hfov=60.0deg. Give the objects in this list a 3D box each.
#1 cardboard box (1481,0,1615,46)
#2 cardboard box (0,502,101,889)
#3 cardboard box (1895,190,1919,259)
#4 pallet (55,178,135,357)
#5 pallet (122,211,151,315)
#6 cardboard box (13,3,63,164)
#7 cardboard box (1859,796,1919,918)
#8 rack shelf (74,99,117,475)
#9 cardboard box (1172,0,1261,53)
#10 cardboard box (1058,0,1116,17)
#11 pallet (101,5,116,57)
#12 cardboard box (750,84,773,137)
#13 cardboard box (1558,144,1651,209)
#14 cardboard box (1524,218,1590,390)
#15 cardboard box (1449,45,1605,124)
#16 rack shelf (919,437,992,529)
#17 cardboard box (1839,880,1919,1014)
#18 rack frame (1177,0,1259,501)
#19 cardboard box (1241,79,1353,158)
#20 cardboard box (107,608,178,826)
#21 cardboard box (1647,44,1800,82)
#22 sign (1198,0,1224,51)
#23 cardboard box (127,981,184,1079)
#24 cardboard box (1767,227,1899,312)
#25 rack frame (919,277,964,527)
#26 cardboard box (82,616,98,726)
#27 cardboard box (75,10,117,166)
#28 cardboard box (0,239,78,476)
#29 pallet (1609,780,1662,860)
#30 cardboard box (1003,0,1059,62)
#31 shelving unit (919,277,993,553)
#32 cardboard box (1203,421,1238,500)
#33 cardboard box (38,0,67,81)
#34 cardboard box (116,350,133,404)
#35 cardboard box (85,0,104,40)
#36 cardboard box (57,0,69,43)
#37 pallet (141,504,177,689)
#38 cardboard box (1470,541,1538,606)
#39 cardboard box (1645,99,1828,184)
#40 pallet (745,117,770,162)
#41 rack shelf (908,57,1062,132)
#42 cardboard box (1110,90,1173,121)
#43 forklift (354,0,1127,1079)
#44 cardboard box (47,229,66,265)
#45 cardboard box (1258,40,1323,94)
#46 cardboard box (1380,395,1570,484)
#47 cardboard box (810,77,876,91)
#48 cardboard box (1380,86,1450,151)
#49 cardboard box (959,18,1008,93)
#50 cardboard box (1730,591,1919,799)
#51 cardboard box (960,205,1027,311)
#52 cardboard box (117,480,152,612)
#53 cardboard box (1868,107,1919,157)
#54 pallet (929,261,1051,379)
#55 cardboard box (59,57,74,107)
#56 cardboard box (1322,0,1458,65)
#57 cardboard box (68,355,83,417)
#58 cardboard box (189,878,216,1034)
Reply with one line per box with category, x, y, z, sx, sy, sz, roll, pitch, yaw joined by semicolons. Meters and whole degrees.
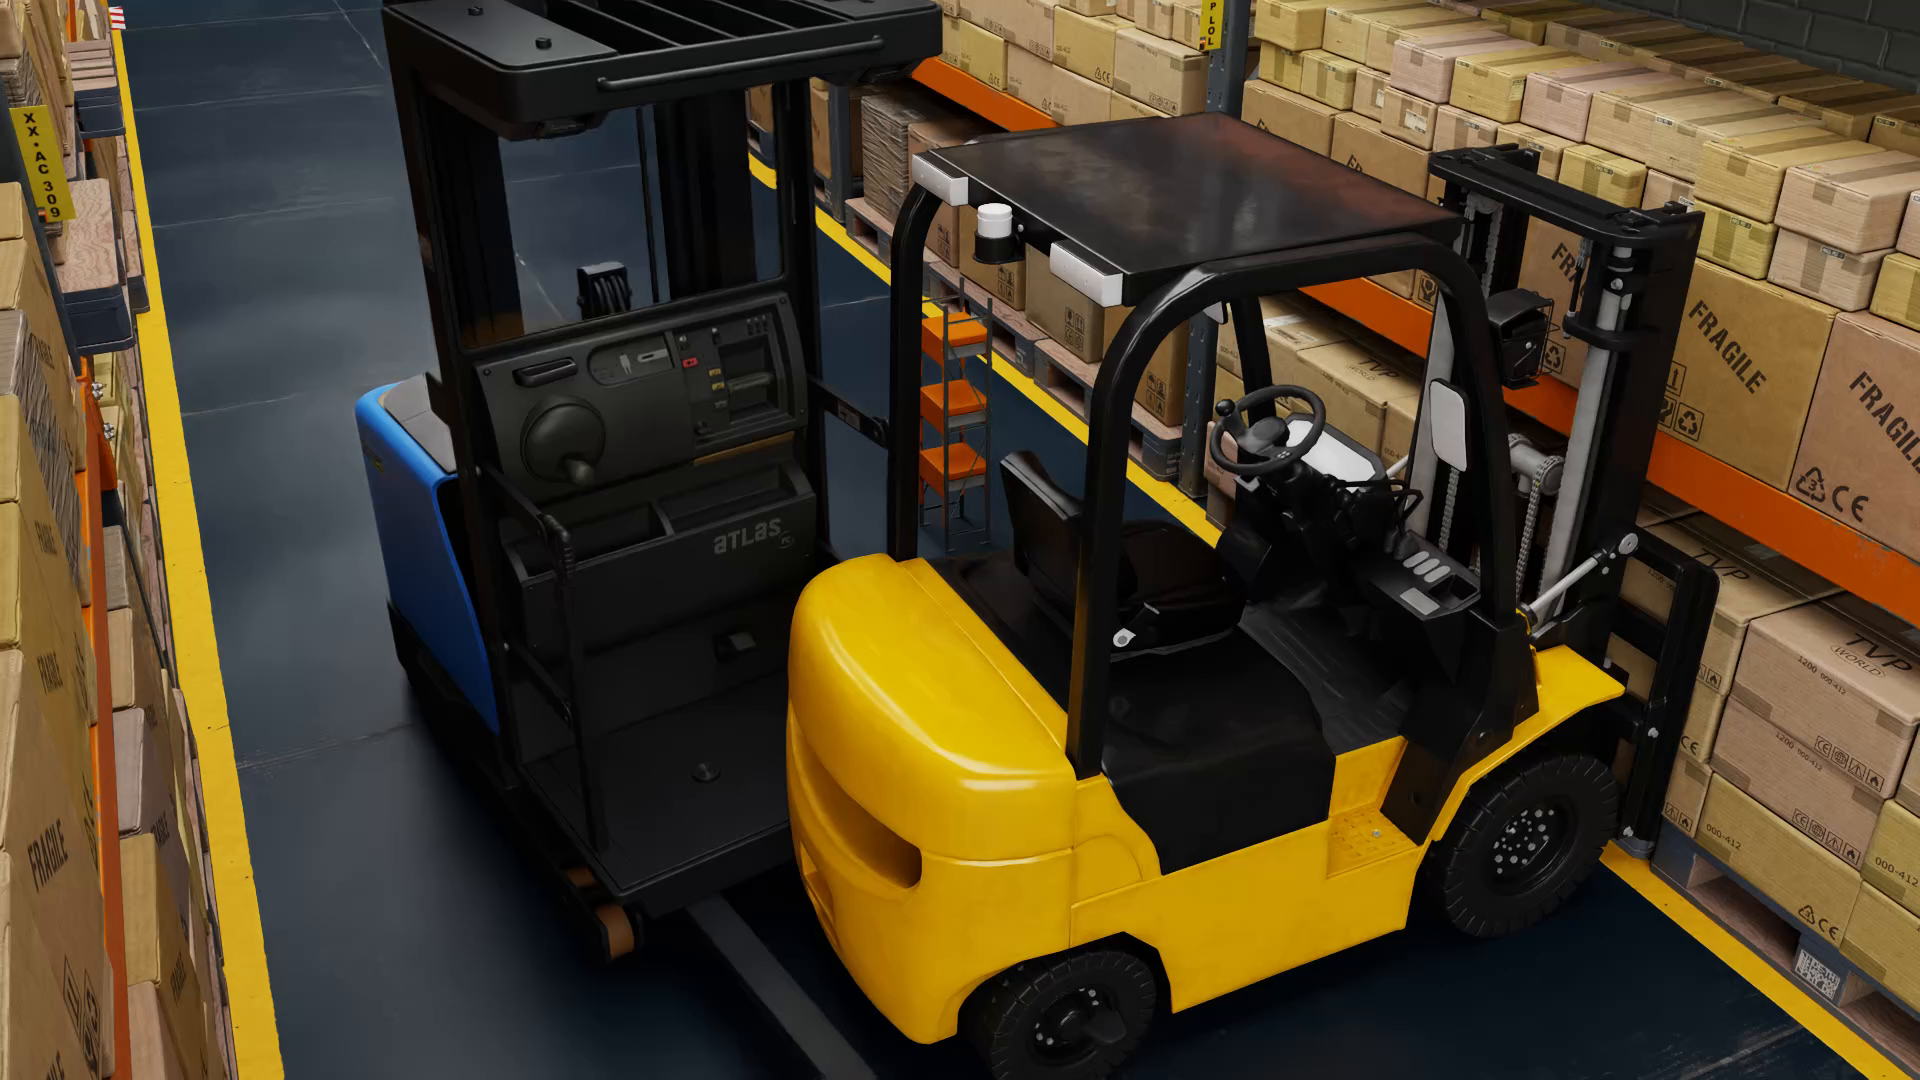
cardboard box;2.017;-1.750;5.735;0.380;0.149;0.250;-13;32;-22
cardboard box;-1.751;0.312;2.720;0.500;0.500;0.500;-14;32;-23
cardboard box;2.474;-0.746;3.944;0.380;0.149;0.250;-13;32;-22
pallet;-3.267;-0.846;5.387;1.003;0.211;1.213;-13;32;-22
pallet;-5.058;-1.476;9.166;1.003;0.211;1.213;-13;32;-22
cardboard box;-3.228;-1.406;5.355;0.500;0.500;0.500;-13;32;-22
cardboard box;2.637;0.811;4.108;0.500;0.250;0.500;-14;32;-23
rack shelf;-3.929;-1.131;6.435;1.077;0.370;4.000;-13;32;-22
cardboard box;1.064;-2.036;6.548;0.380;0.149;0.250;-12;31;-20
cardboard box;0.647;-2.354;7.115;0.380;0.149;0.250;-14;32;-24
pallet;-7.808;-4.309;14.218;1.003;0.211;1.213;-13;32;-22
cardboard box;-1.114;-3.060;11.267;0.500;0.500;0.500;-12;31;-20
cardboard box;1.956;-1.048;4.787;0.380;0.149;0.250;-14;32;-23
cardboard box;2.020;-0.721;4.867;0.500;0.500;0.500;-13;32;-22
cardboard box;1.745;-1.407;5.122;0.380;0.149;0.250;-14;32;-23
rack shelf;-0.023;-0.230;6.676;0.215;0.259;0.240;-13;32;-22
cardboard box;2.641;1.037;4.216;0.500;0.250;0.500;-13;32;-22
rack frame;1.411;-1.605;6.545;1.000;3.000;0.127;-13;32;-22
cardboard box;1.366;-1.398;6.074;0.500;0.500;0.500;-14;32;-23
cardboard box;-2.354;0.557;4.305;0.500;0.500;0.500;-12;32;-21
cardboard box;2.342;-1.411;5.130;0.380;0.149;0.250;-13;32;-23
sign;0.925;-1.957;6.071;0.100;0.325;0.005;-13;32;-22
cardboard box;-1.689;1.240;3.087;0.500;0.500;0.500;-14;32;-24
cardboard box;2.280;-0.713;4.189;0.380;0.149;0.250;-14;32;-24
rack frame;-0.075;-0.535;6.631;0.200;1.050;0.008;-13;32;-22
cardboard box;-1.992;0.300;3.405;0.380;0.149;0.250;-13;32;-22
cardboard box;-5.771;-2.697;10.236;0.875;0.875;0.875;-12;31;-21
cardboard box;-2.428;-0.364;3.927;0.500;0.500;0.500;-12;31;-20
pallet;2.242;0.511;5.623;1.003;0.211;1.213;-13;32;-22
cardboard box;0.528;-2.374;7.558;0.500;0.250;0.500;-12;32;-21
shelving unit;-0.023;-0.482;6.535;0.215;1.050;0.252;-13;32;-22
cardboard box;1.320;-0.306;6.610;0.500;0.250;0.500;-13;32;-21
cardboard box;-3.892;-2.093;6.581;0.500;0.500;0.500;-15;33;-25
cardboard box;-4.230;-0.789;7.348;0.950;0.372;0.625;-14;32;-23
cardboard box;-7.062;-3.856;12.750;0.875;0.438;0.875;-14;32;-23
cardboard box;-4.770;-2.532;8.351;0.500;0.250;0.500;-14;32;-23
pallet;-3.406;0.312;5.979;1.003;0.211;1.213;-13;32;-22
cardboard box;1.979;0.141;5.302;0.500;0.250;0.500;-13;32;-22
cardboard box;2.120;-1.085;4.548;0.380;0.149;0.250;-13;32;-21
pallet;-1.112;-3.032;11.941;1.003;0.211;1.213;-13;32;-22
rack shelf;0.553;-2.175;8.297;1.077;0.370;4.000;-13;32;-22
cardboard box;0.959;-1.707;6.881;0.500;0.250;0.500;-12;32;-21
forklift;-0.729;-0.374;4.420;1.130;2.935;3.031;-19;34;-30
cardboard box;-3.022;-0.945;5.196;0.380;0.149;0.250;-13;32;-21
cardboard box;1.310;-1.736;6.013;0.380;0.149;0.250;-14;32;-23
cardboard box;1.770;-0.300;5.578;0.500;0.250;0.500;-12;31;-20
cardboard box;-0.747;-2.913;10.341;0.380;0.149;0.250;-15;32;-24
cardboard box;1.599;-1.388;5.392;0.380;0.149;0.250;-12;32;-21
cardboard box;0.324;-2.380;8.082;0.500;0.250;0.500;-12;31;-20
cardboard box;2.425;0.380;4.366;0.500;0.250;0.500;-12;32;-21
cardboard box;0.526;-1.657;8.636;0.875;0.625;0.625;-14;32;-24
cardboard box;-3.298;0.171;5.636;0.950;0.372;0.625;-13;32;-21
cardboard box;2.717;-1.084;4.547;0.380;0.149;0.250;-14;32;-23
pallet;0.532;-1.246;8.756;1.003;0.211;1.213;-13;32;-22
cardboard box;-3.873;-1.870;6.845;0.380;0.149;0.250;-13;32;-21
cardboard box;1.490;-1.765;5.762;0.380;0.149;0.250;-13;32;-21
cardboard box;-2.657;-0.374;4.606;0.380;0.149;0.250;-13;32;-22
cardboard box;-2.122;1.118;4.071;0.500;0.250;0.500;-13;32;-21
